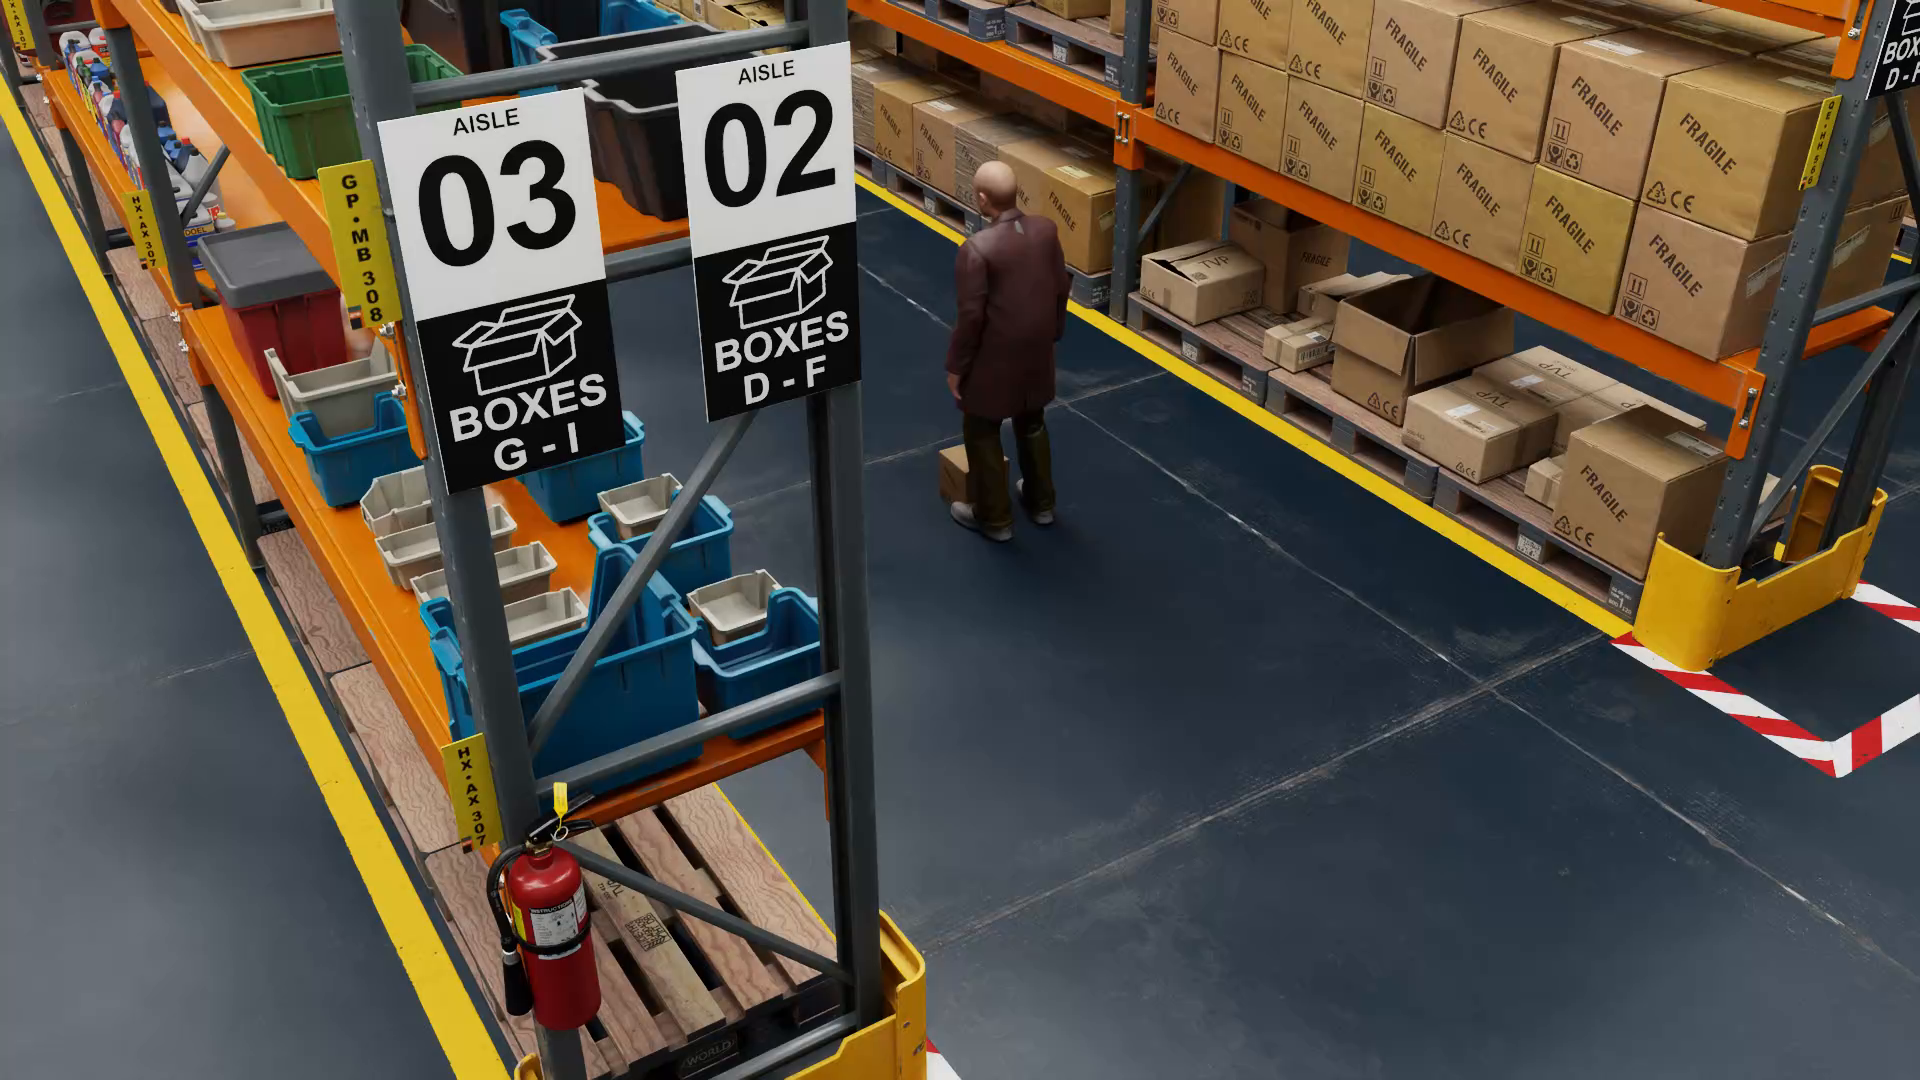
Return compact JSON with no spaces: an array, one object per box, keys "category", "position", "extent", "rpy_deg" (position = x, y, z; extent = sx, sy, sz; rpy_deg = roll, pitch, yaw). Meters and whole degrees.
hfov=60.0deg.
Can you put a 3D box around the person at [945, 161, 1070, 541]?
[{"category":"person","position":[0.201,-0.835,7.479],"extent":[0.648,1.772,0.429],"rpy_deg":[-21,38,-30]}]
